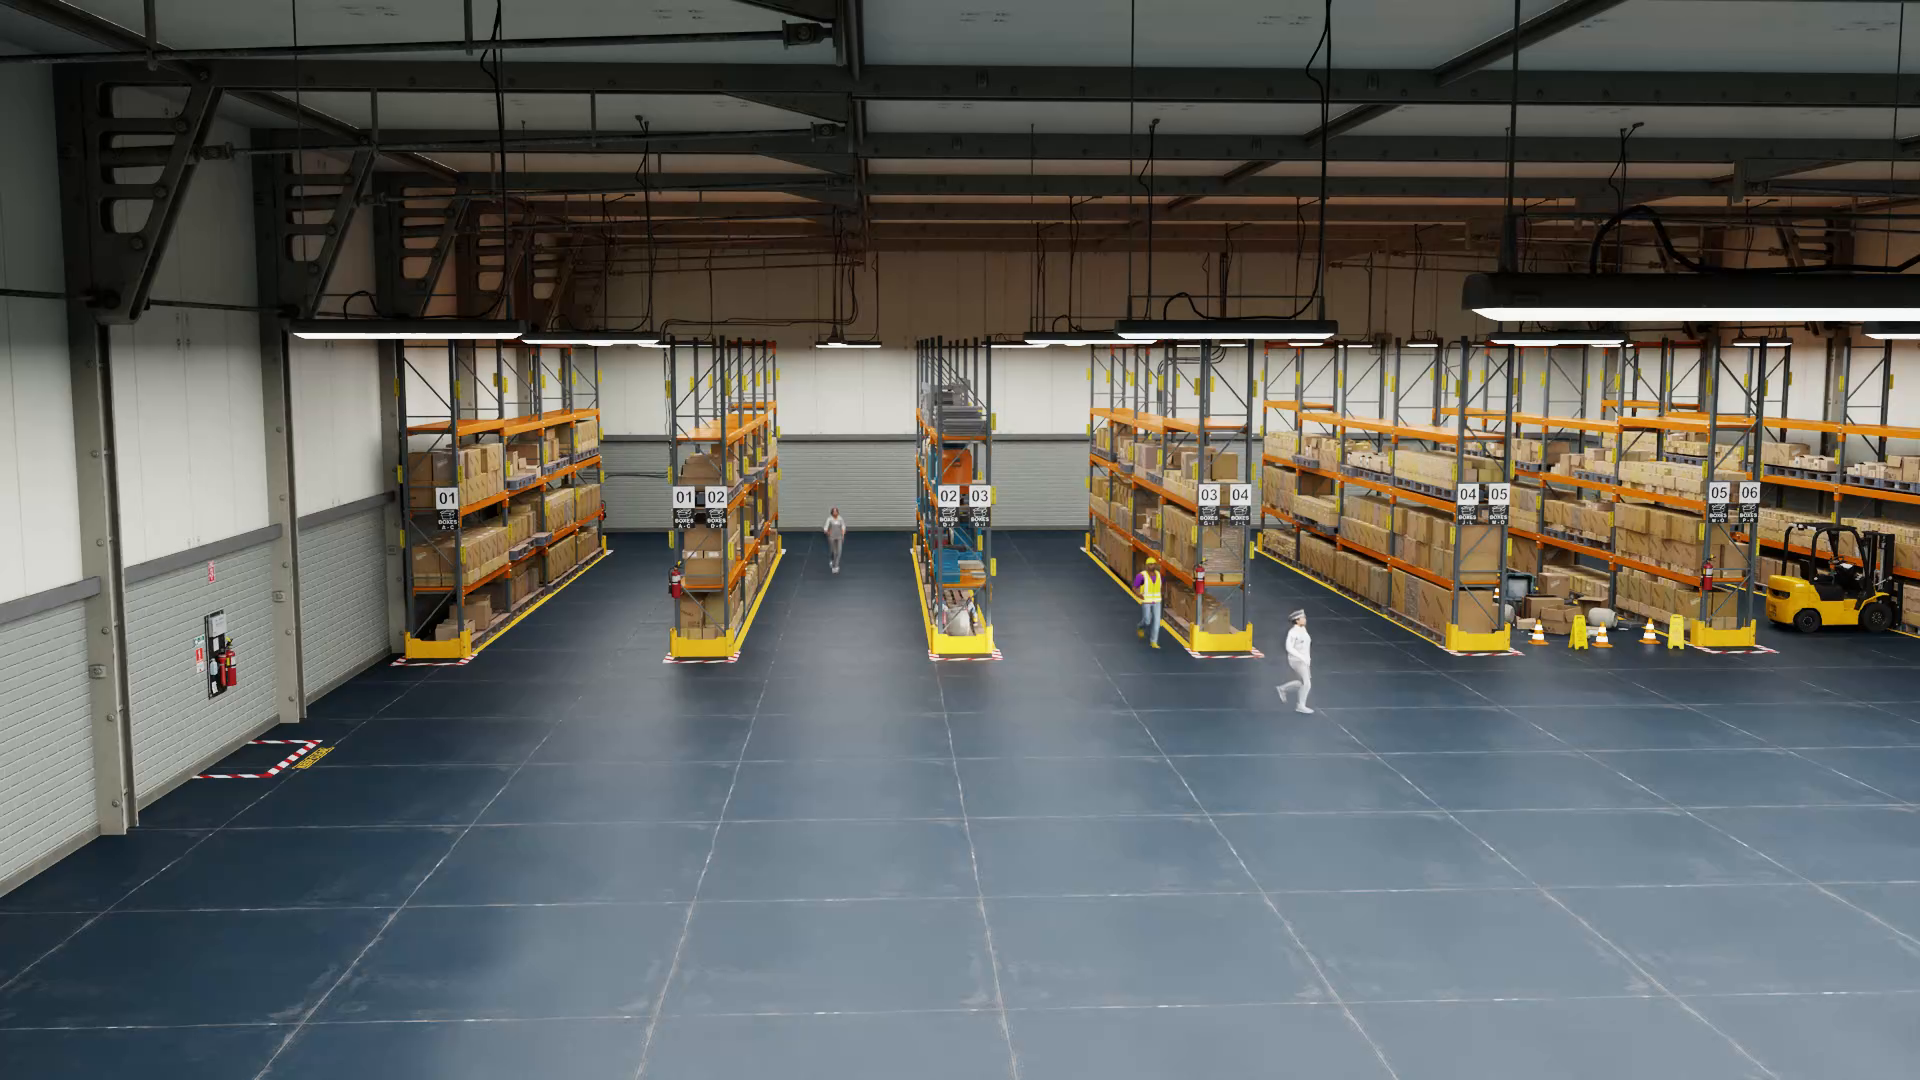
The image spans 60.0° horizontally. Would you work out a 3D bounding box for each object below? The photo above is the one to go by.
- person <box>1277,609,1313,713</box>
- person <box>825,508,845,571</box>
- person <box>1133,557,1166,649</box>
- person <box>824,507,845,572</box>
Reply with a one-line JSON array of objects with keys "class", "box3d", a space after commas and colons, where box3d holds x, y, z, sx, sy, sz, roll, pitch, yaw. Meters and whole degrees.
[{"class": "person", "box3d": [5.316, 1.907, 26.389, 0.623, 1.652, 0.642, 4, 7, 29]}, {"class": "person", "box3d": [-3.238, 0.002, 43.110, 0.541, 1.628, 0.637, -1, 7, -7]}, {"class": "person", "box3d": [3.693, 1.203, 32.285, 0.697, 1.751, 0.868, -2, 7, -13]}, {"class": "person", "box3d": [-3.082, -0.017, 41.154, 0.536, 1.584, 0.652, -2, 7, -17]}]
